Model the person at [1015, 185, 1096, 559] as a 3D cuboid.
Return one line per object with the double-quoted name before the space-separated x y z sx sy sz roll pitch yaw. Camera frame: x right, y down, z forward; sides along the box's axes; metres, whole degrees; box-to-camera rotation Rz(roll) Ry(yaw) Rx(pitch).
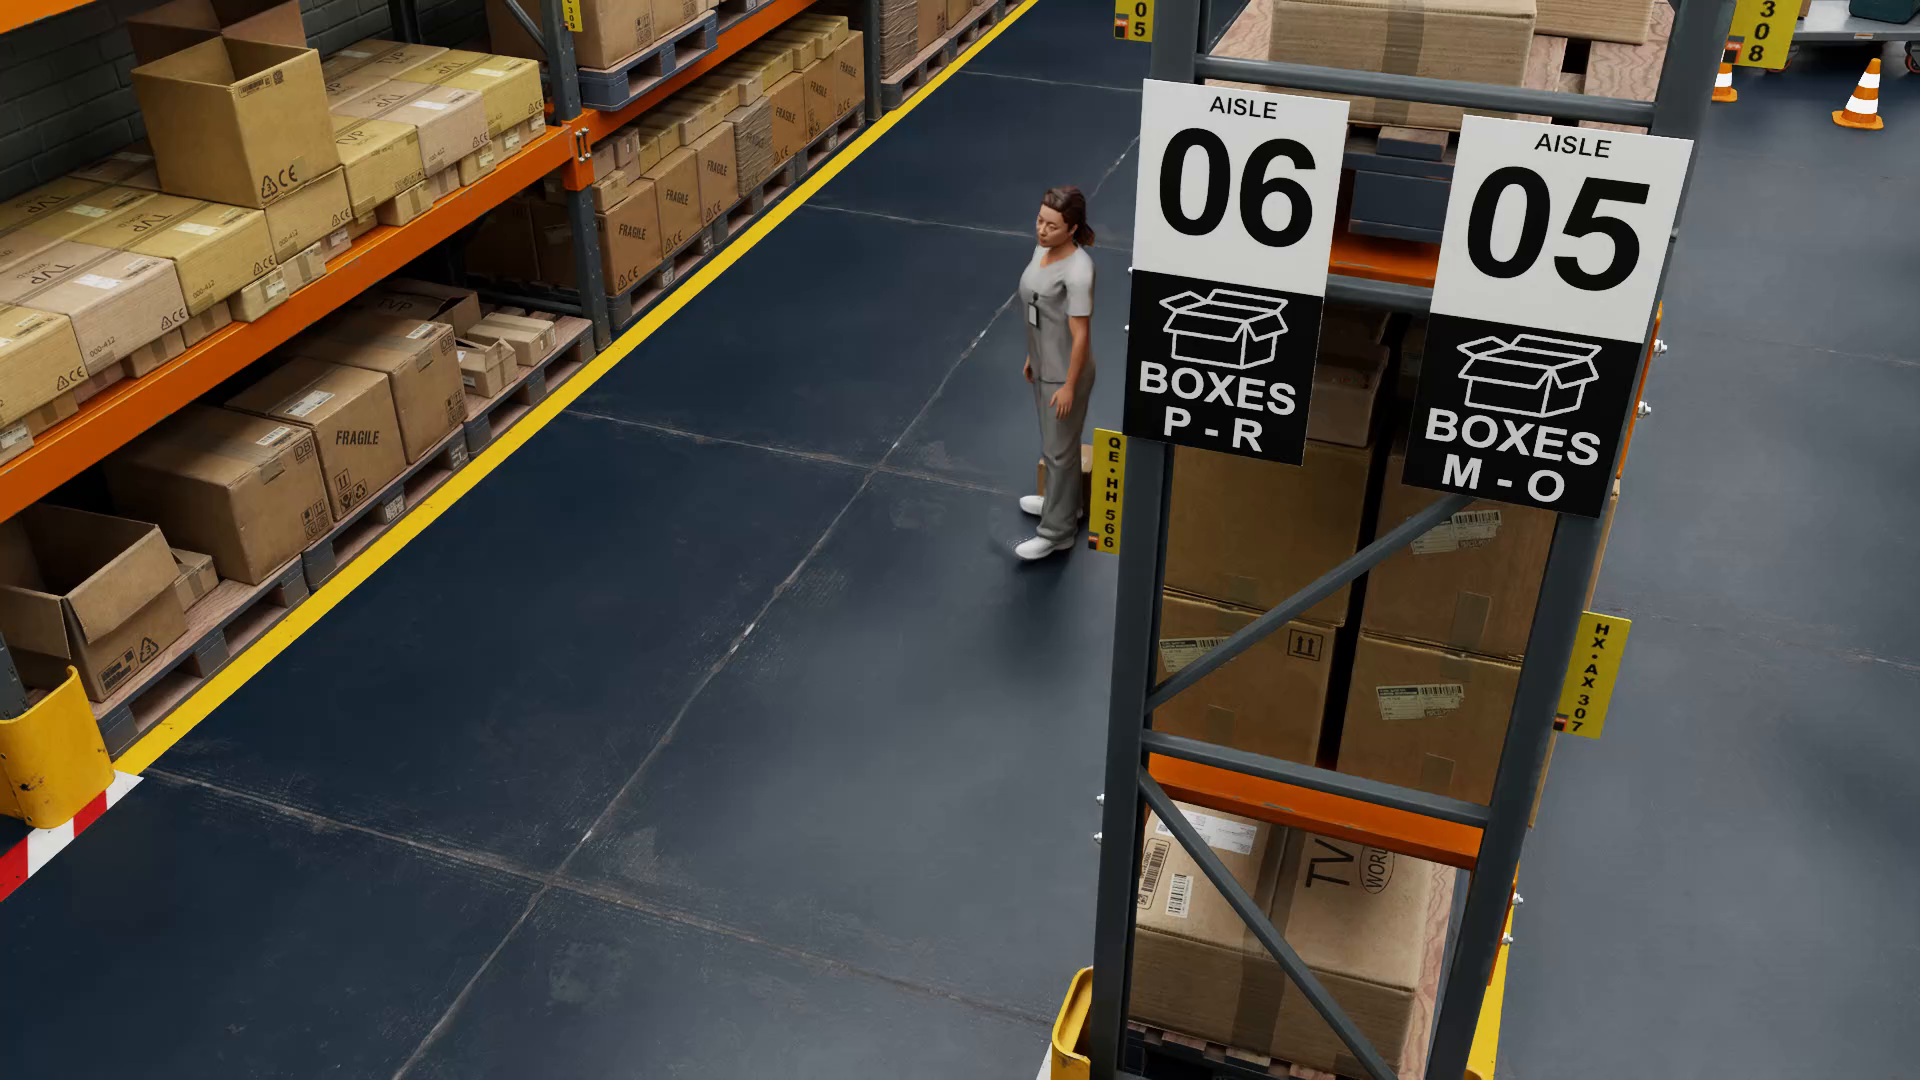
"person" 0.397 -0.732 7.207 0.428 1.675 0.526 -10 35 -15
